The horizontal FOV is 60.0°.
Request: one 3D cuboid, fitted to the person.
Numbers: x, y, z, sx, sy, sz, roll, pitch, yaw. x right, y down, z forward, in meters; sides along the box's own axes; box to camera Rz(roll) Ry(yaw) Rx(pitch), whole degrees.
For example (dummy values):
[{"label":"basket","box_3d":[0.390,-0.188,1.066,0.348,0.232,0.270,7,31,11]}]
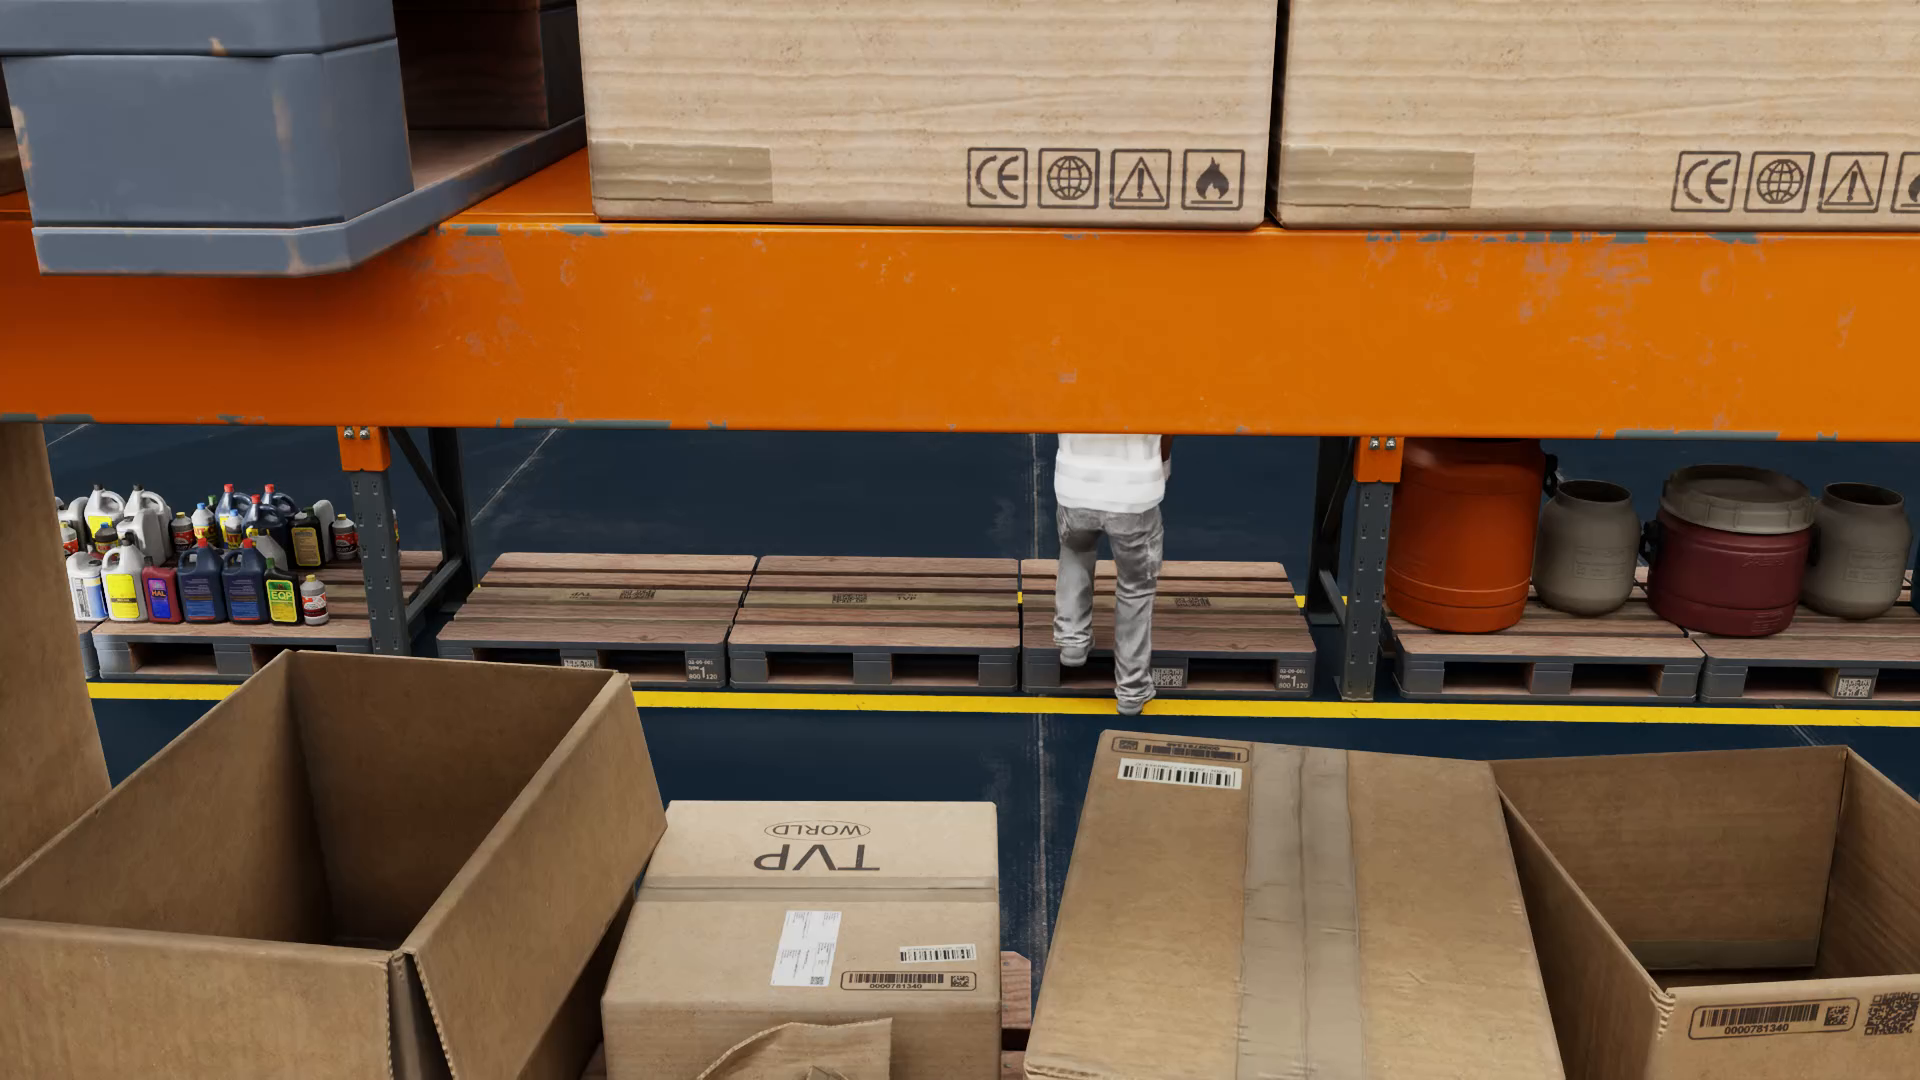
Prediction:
[{"label":"person","box_3d":[0.593,-0.191,6.563,0.480,1.780,0.576,7,22,19]}]
